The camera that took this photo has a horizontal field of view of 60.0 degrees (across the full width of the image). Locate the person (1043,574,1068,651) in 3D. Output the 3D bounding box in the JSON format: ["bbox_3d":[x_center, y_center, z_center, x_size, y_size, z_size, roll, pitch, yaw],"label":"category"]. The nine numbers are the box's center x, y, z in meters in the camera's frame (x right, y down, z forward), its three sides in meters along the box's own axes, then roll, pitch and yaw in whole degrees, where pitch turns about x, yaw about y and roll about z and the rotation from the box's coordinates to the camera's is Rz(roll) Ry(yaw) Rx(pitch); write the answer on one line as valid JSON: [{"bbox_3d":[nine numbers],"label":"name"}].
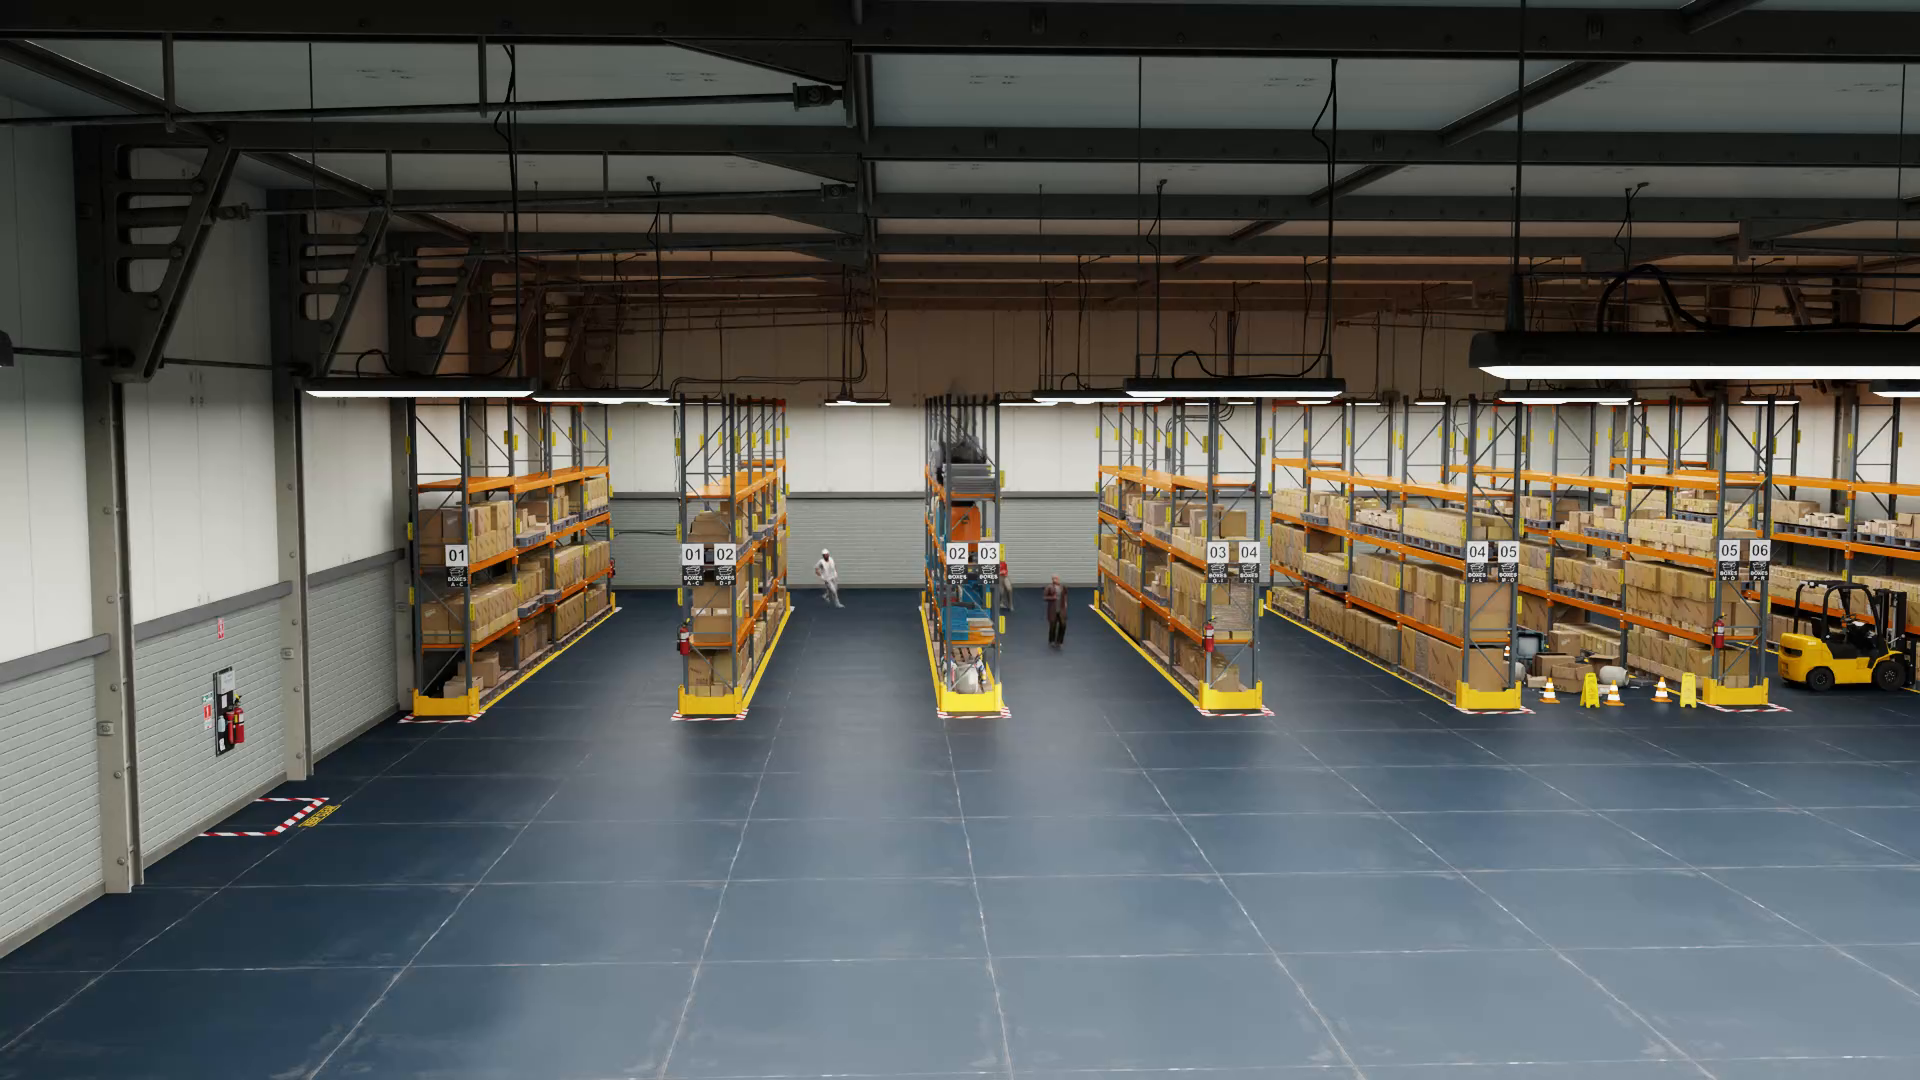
[{"bbox_3d":[2.299,1.716,39.555,0.685,1.826,0.776,-1,5,-12],"label":"person"}]

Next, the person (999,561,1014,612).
[{"bbox_3d":[1.152,1.141,47.221,0.652,1.735,0.810,-2,5,-25],"label":"person"}]

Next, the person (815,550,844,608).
[{"bbox_3d":[-3.837,1.103,47.750,0.721,1.700,0.850,-4,6,-44],"label":"person"}]
